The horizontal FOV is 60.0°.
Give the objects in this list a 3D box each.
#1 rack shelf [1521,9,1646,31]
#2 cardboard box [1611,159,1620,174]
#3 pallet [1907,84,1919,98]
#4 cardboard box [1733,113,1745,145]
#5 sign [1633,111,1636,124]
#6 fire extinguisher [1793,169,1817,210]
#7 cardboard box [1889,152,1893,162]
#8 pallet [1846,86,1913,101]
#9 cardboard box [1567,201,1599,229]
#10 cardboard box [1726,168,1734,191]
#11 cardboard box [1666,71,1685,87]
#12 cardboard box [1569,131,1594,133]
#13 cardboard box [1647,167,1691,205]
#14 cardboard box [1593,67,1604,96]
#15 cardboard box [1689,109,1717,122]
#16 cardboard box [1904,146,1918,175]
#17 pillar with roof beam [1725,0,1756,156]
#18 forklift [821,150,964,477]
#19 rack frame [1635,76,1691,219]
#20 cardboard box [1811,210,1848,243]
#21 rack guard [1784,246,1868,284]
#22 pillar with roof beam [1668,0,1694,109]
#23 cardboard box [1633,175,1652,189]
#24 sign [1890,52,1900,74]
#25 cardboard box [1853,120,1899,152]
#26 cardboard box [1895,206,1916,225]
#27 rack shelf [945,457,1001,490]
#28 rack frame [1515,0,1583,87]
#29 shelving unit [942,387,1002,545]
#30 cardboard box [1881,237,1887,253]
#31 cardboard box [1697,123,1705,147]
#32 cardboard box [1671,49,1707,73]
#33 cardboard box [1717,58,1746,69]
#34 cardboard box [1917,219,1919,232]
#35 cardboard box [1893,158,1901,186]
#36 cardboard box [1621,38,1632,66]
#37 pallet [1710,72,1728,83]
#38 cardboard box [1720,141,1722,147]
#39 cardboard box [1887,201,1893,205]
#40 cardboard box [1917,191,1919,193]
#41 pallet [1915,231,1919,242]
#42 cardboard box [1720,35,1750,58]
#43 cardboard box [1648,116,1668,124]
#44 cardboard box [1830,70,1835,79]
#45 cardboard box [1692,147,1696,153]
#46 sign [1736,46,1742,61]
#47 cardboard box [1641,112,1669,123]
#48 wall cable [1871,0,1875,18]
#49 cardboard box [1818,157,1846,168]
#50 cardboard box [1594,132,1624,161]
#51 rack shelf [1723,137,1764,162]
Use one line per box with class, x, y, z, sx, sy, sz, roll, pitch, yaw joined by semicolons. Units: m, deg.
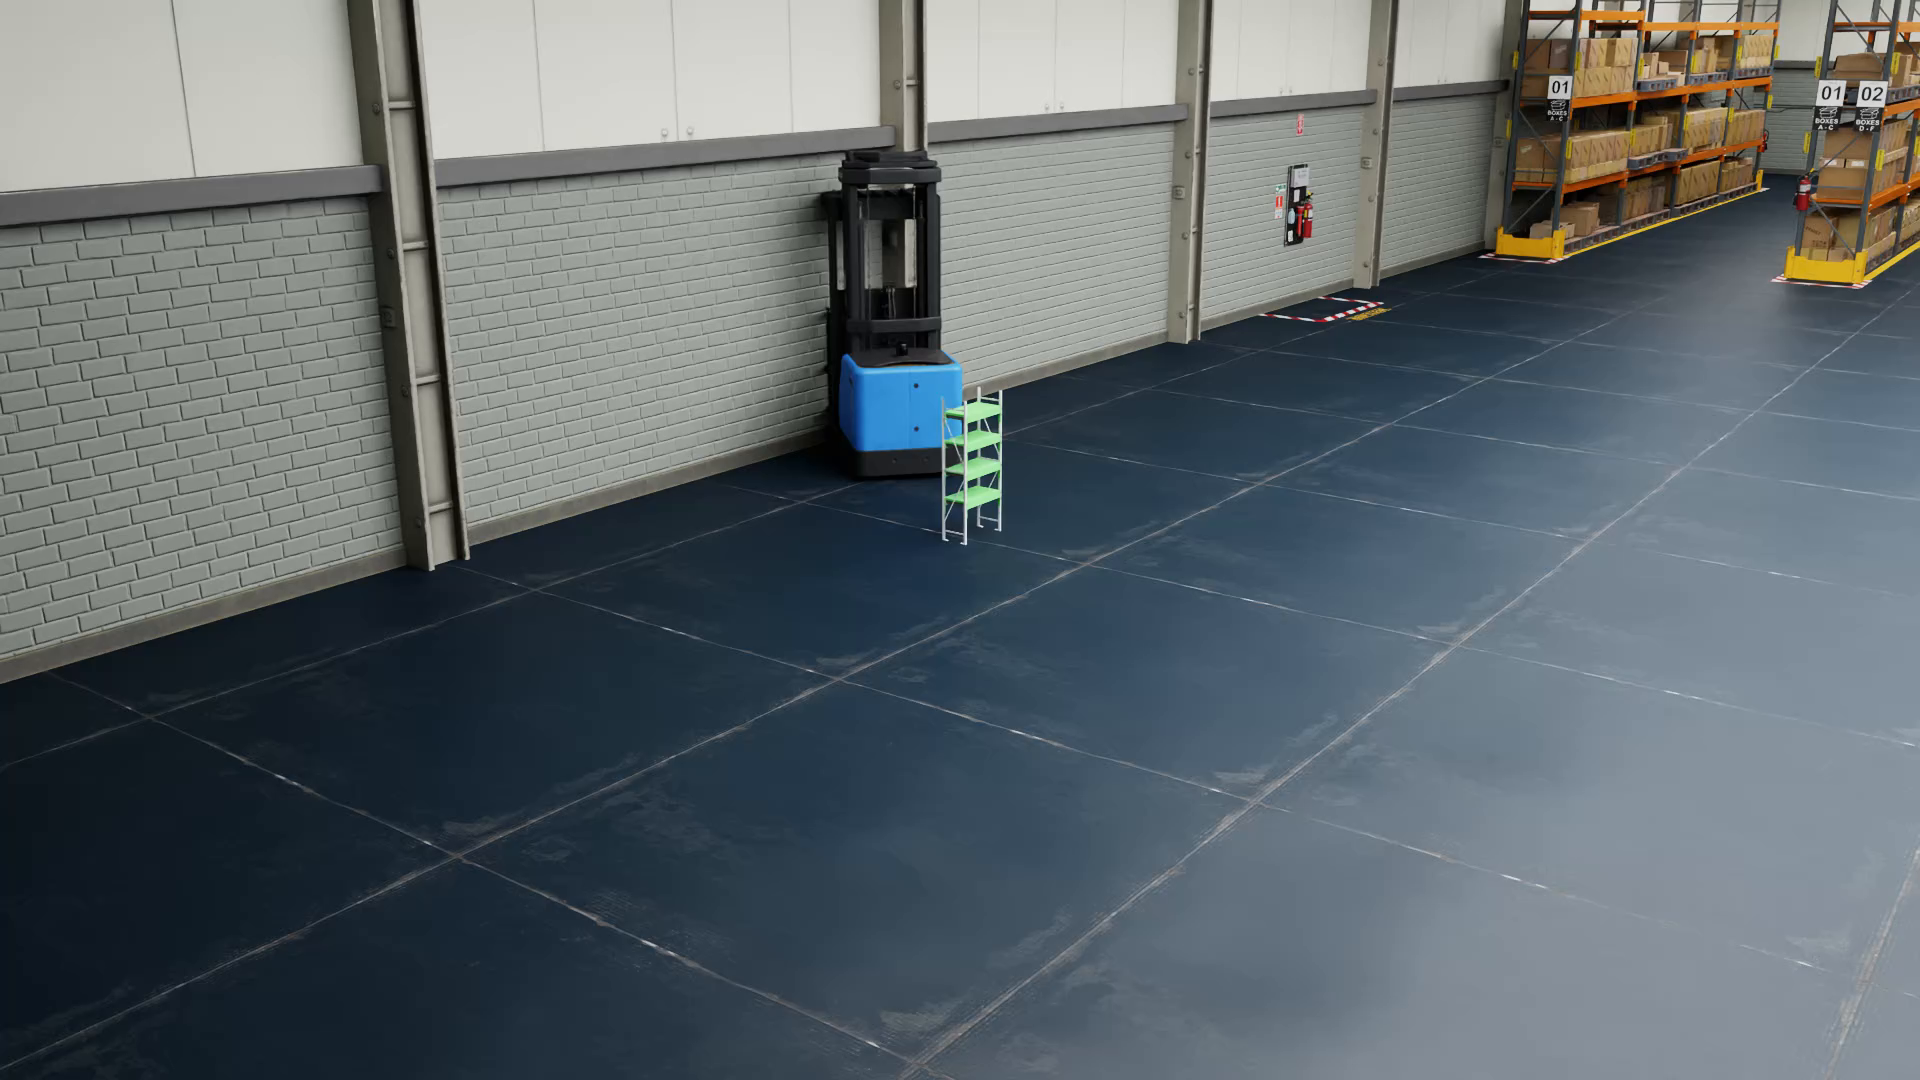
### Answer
rack shelf;11.625;-9.657;30.886;1.077;0.370;4.000;12;21;35
cardboard box;12.474;-7.268;32.309;0.500;0.250;0.500;13;21;35
pallet;16.309;-7.922;29.286;1.003;0.211;1.213;12;21;35
cardboard box;18.359;-9.961;40.258;0.980;0.700;0.700;12;21;33
sign;14.752;-9.216;36.412;0.100;0.325;0.005;12;21;35
fire extinguisher;13.970;-5.803;27.504;0.296;0.674;0.183;12;21;35
cardboard box;15.893;-6.628;28.767;0.380;0.149;0.250;13;22;36
pallet;15.582;-7.632;28.355;1.003;0.211;1.213;12;21;35
cardboard box;12.230;-6.376;32.690;0.500;0.500;0.500;11;20;31
cardboard box;18.413;-8.805;40.546;0.700;0.500;0.500;12;21;34
cardboard box;14.987;-9.747;35.130;0.500;0.311;0.500;12;21;35
cardboard box;12.057;-7.712;32.475;0.500;0.500;0.500;12;21;34
cardboard box;15.743;-7.892;37.017;0.750;0.750;0.750;12;21;34
cardboard box;11.488;-8.432;30.579;0.500;0.500;0.500;14;22;37
cardboard box;16.894;-9.678;37.884;0.500;0.250;0.500;13;21;36
cardboard box;18.193;-7.337;32.144;0.500;0.500;0.500;11;20;32
pillar with roof beam;24.338;-13.372;41.630;9.100;9.000;0.400;12;21;35
forklift;-0.781;-2.383;16.475;1.130;2.935;3.031;-4;18;-12
rack frame;15.200;-8.566;36.271;1.000;3.000;0.127;12;21;35
cardboard box;15.078;-5.453;28.909;0.500;0.500;0.500;12;21;35
rack guard;14.399;-4.587;27.671;1.175;0.500;0.348;12;21;35
pillar with roof beam;20.763;-11.943;37.028;9.100;9.000;0.400;12;21;35
cardboard box;14.422;-7.635;35.482;0.500;0.250;0.500;13;21;36
sign;14.856;-7.575;26.412;0.100;0.325;0.005;12;21;35
cardboard box;15.939;-7.060;29.064;0.700;0.500;0.500;12;21;35
cardboard box;17.853;-6.190;31.603;0.500;0.311;0.500;12;21;33
rack shelf;0.099;-0.551;13.712;0.258;0.148;0.480;12;21;35
rack frame;10.433;-9.526;29.245;1.000;3.000;0.127;12;21;35
shelving unit;0.099;-0.612;13.693;0.258;1.200;0.503;12;21;35
cardboard box;16.104;-5.238;29.483;0.500;0.250;0.500;12;21;35
cardboard box;16.311;-9.077;37.212;0.500;0.500;0.500;12;21;34
cardboard box;16.341;-10.767;37.390;0.700;0.500;0.500;12;21;35
cardboard box;18.206;-11.246;39.219;0.500;0.250;0.500;12;21;35
cardboard box;18.456;-6.168;32.477;0.500;0.250;0.500;13;21;36
cardboard box;16.537;-6.680;30.028;0.700;0.500;0.500;12;21;33
cardboard box;12.416;-9.280;31.625;0.500;0.500;0.500;14;22;38
pallet;17.076;-10.633;38.191;0.805;0.209;1.217;11;21;33
cardboard box;17.609;-9.278;38.953;0.380;0.149;0.250;13;21;35
cardboard box;18.020;-6.526;32.685;0.500;0.311;0.500;12;21;33
cardboard box;19.858;-7.096;35.008;0.500;0.500;0.500;12;21;33
pallet;18.658;-6.171;33.259;1.003;0.211;1.213;12;21;35
cardboard box;18.233;-11.607;39.115;0.500;0.500;0.500;12;21;34
cardboard box;15.018;-9.046;35.813;0.380;0.149;0.250;9;20;28
cardboard box;14.888;-7.736;27.847;0.500;0.250;0.500;12;21;35
cardboard box;16.326;-8.805;37.428;0.380;0.149;0.250;13;21;36
sign;18.025;-11.255;38.469;0.100;0.325;0.005;12;21;35
cardboard box;15.262;-9.278;36.593;0.500;0.250;0.500;13;22;36
wall cable;25.796;-15.072;43.824;3.097;2.526;0.112;12;21;35
cardboard box;14.488;-6.269;27.609;0.380;0.149;0.250;12;21;34
cardboard box;12.490;-7.622;32.186;0.500;0.500;0.500;12;21;34
rack shelf;18.775;-9.652;40.979;1.077;0.370;4.000;12;21;35
